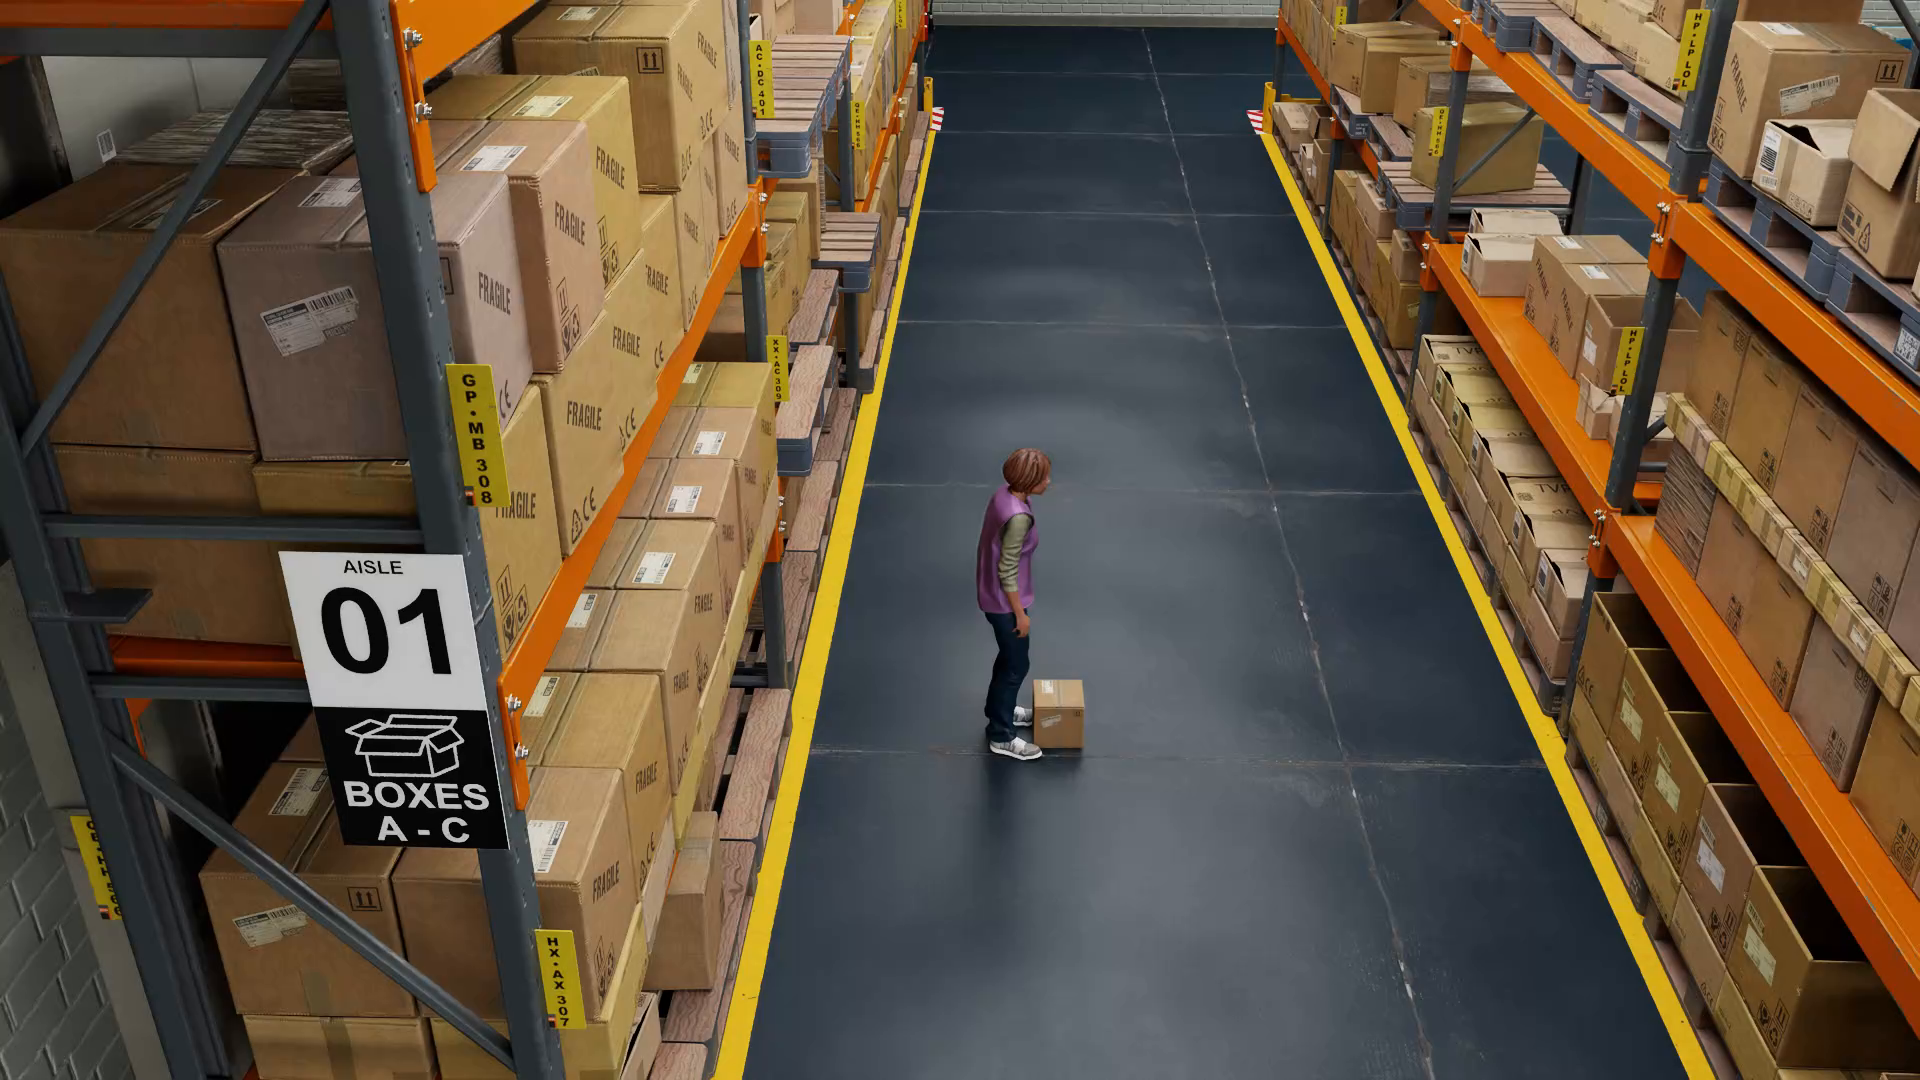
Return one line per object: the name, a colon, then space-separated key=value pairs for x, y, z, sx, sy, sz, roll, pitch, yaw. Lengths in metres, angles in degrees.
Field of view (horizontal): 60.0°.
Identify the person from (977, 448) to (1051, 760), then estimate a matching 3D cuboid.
person: x=0.255 y=0.288 z=8.101 sx=0.346 sy=1.593 sz=0.477 roll=0 pitch=28 yaw=0
